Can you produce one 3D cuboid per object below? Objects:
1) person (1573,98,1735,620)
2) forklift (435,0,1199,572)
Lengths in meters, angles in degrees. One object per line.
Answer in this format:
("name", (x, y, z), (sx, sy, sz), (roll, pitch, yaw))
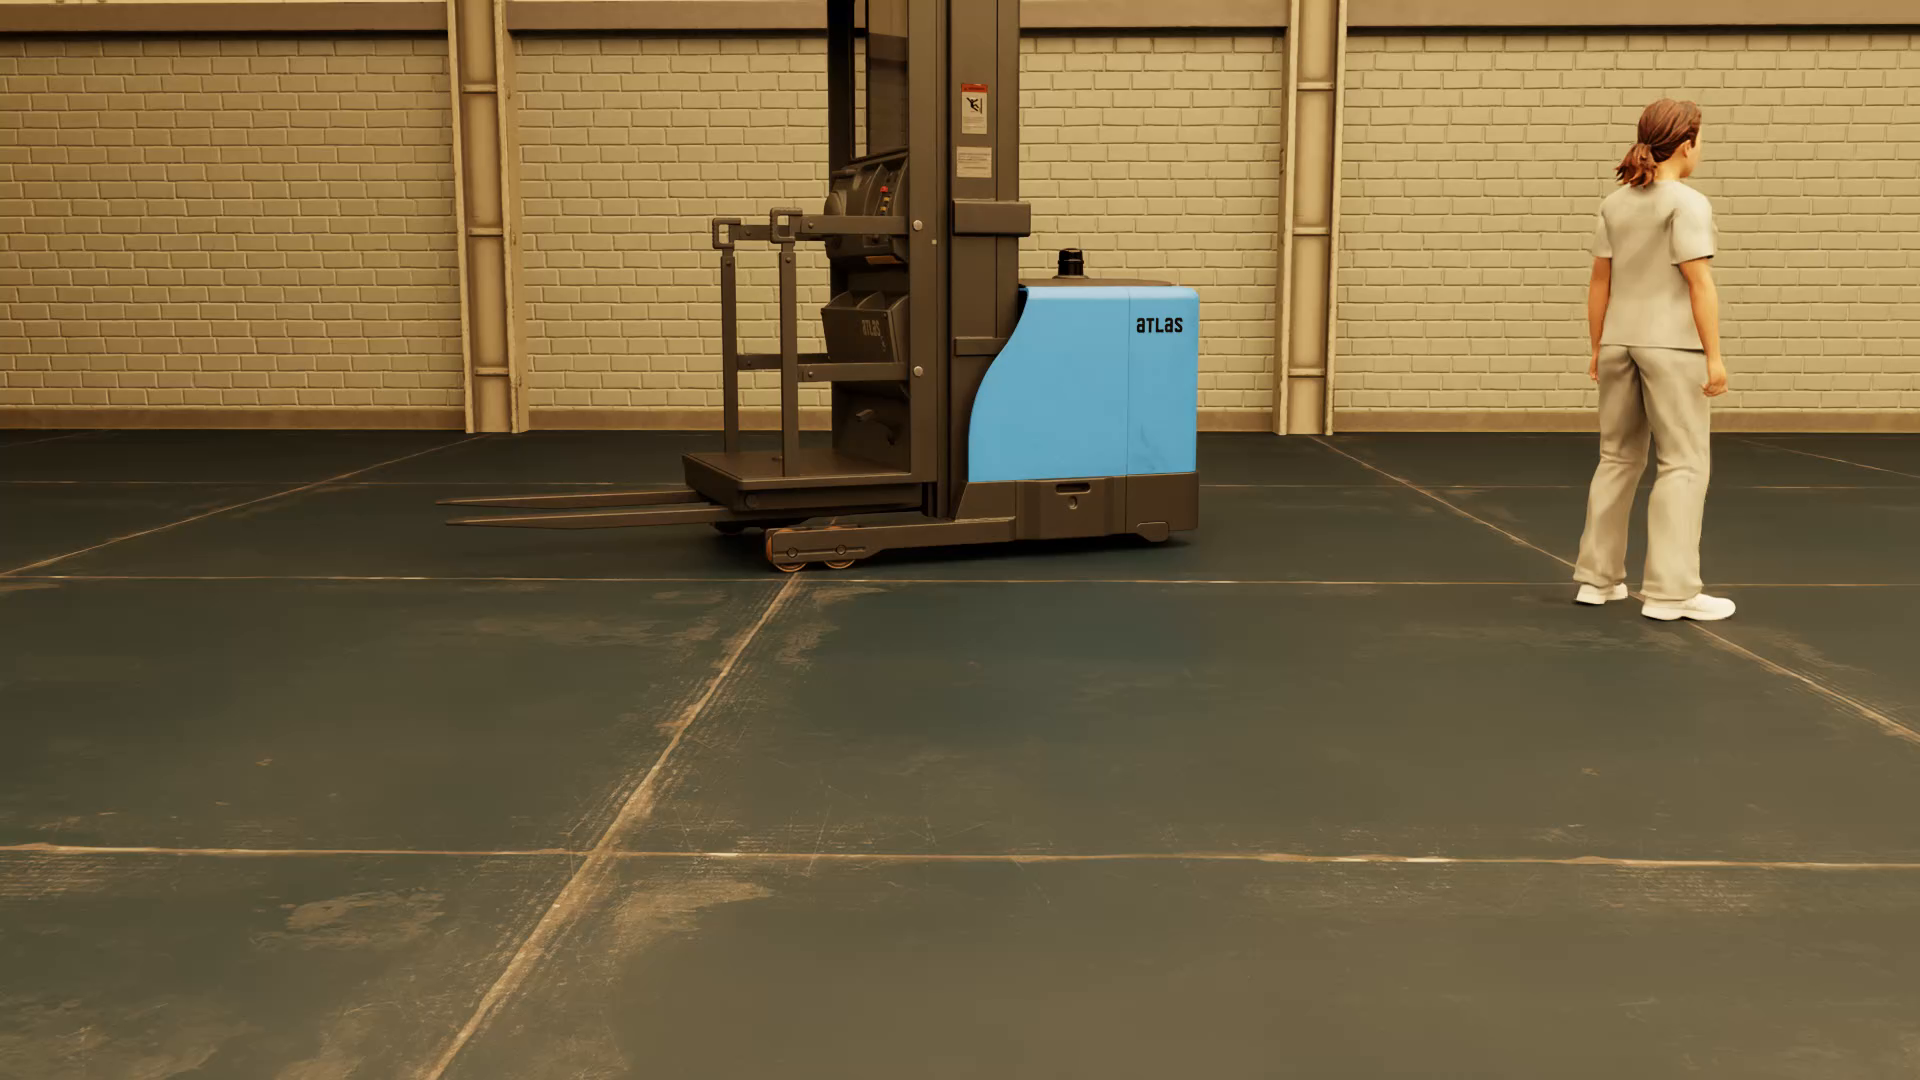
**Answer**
("person", (2.285, -0.586, 5.459), (0.363, 1.675, 0.523), (-4, 10, -27))
("forklift", (-0.569, -1.416, 6.694), (3.031, 2.935, 1.130), (-3, 9, -20))
